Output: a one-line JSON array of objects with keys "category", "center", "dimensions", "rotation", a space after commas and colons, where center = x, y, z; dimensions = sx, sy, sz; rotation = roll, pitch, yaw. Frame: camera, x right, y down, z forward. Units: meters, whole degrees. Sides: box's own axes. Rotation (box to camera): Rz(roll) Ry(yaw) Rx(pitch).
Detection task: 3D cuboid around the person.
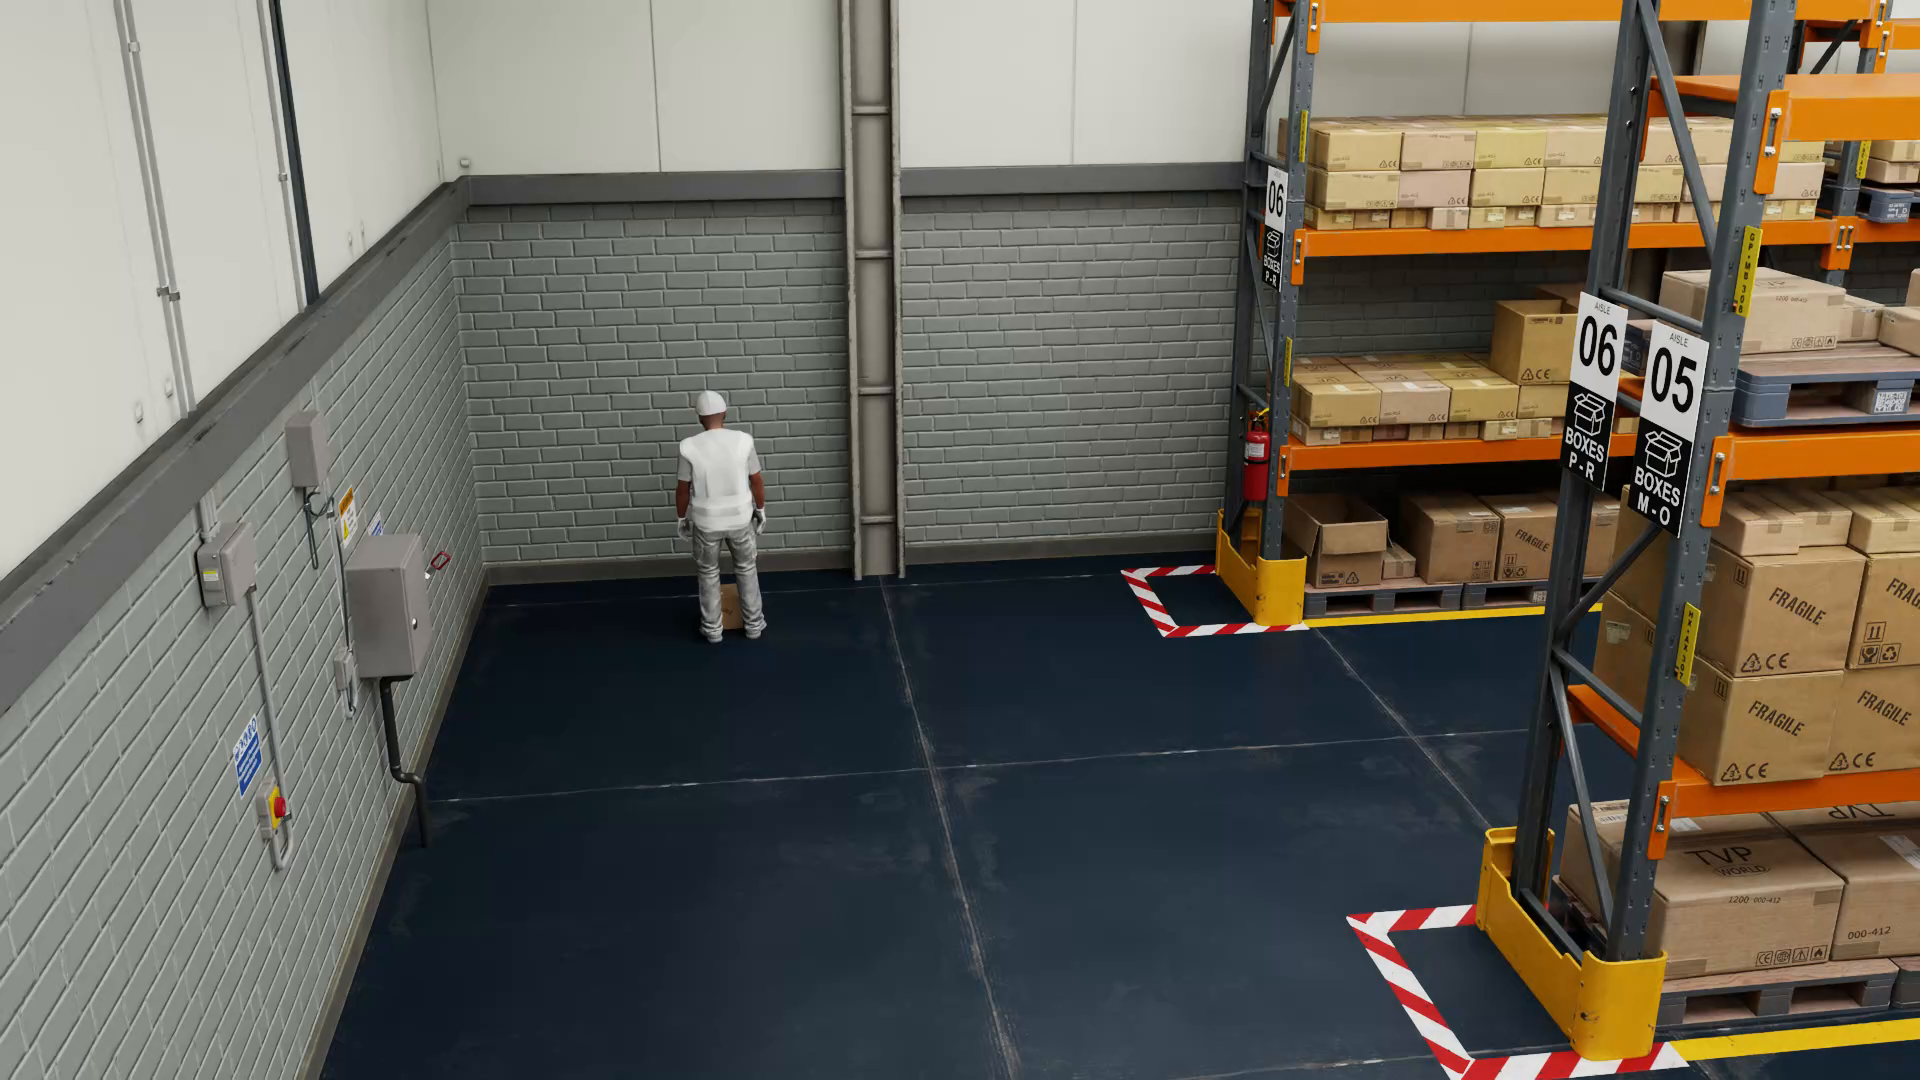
[{"category": "person", "center": [-1.649, -0.157, 11.493], "dimensions": [0.619, 1.772, 0.450], "rotation": [-5, 20, -15]}]
